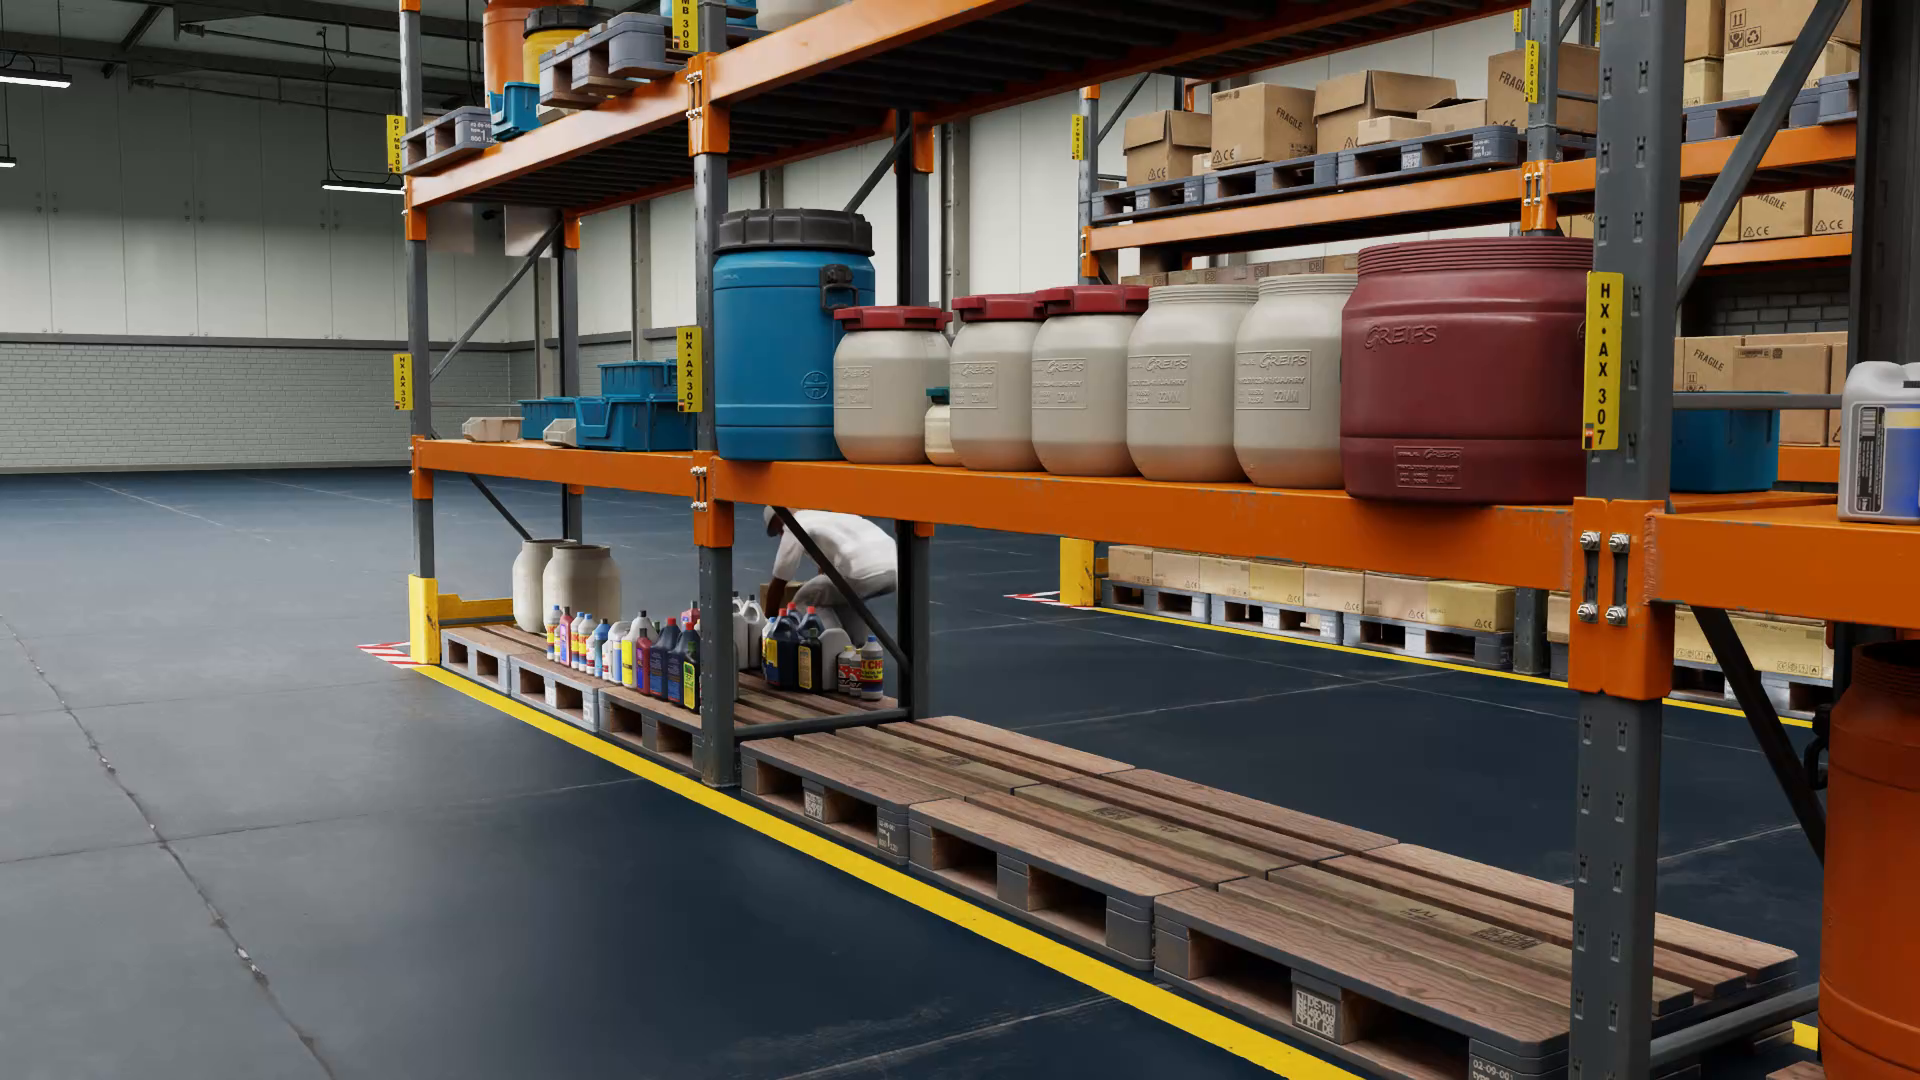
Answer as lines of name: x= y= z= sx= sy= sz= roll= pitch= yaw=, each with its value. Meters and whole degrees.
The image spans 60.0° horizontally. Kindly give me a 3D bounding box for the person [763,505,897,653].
person: x=-0.764 y=0.233 z=9.571 sx=0.954 sy=1.004 sz=0.530 roll=3 pitch=6 yaw=35
